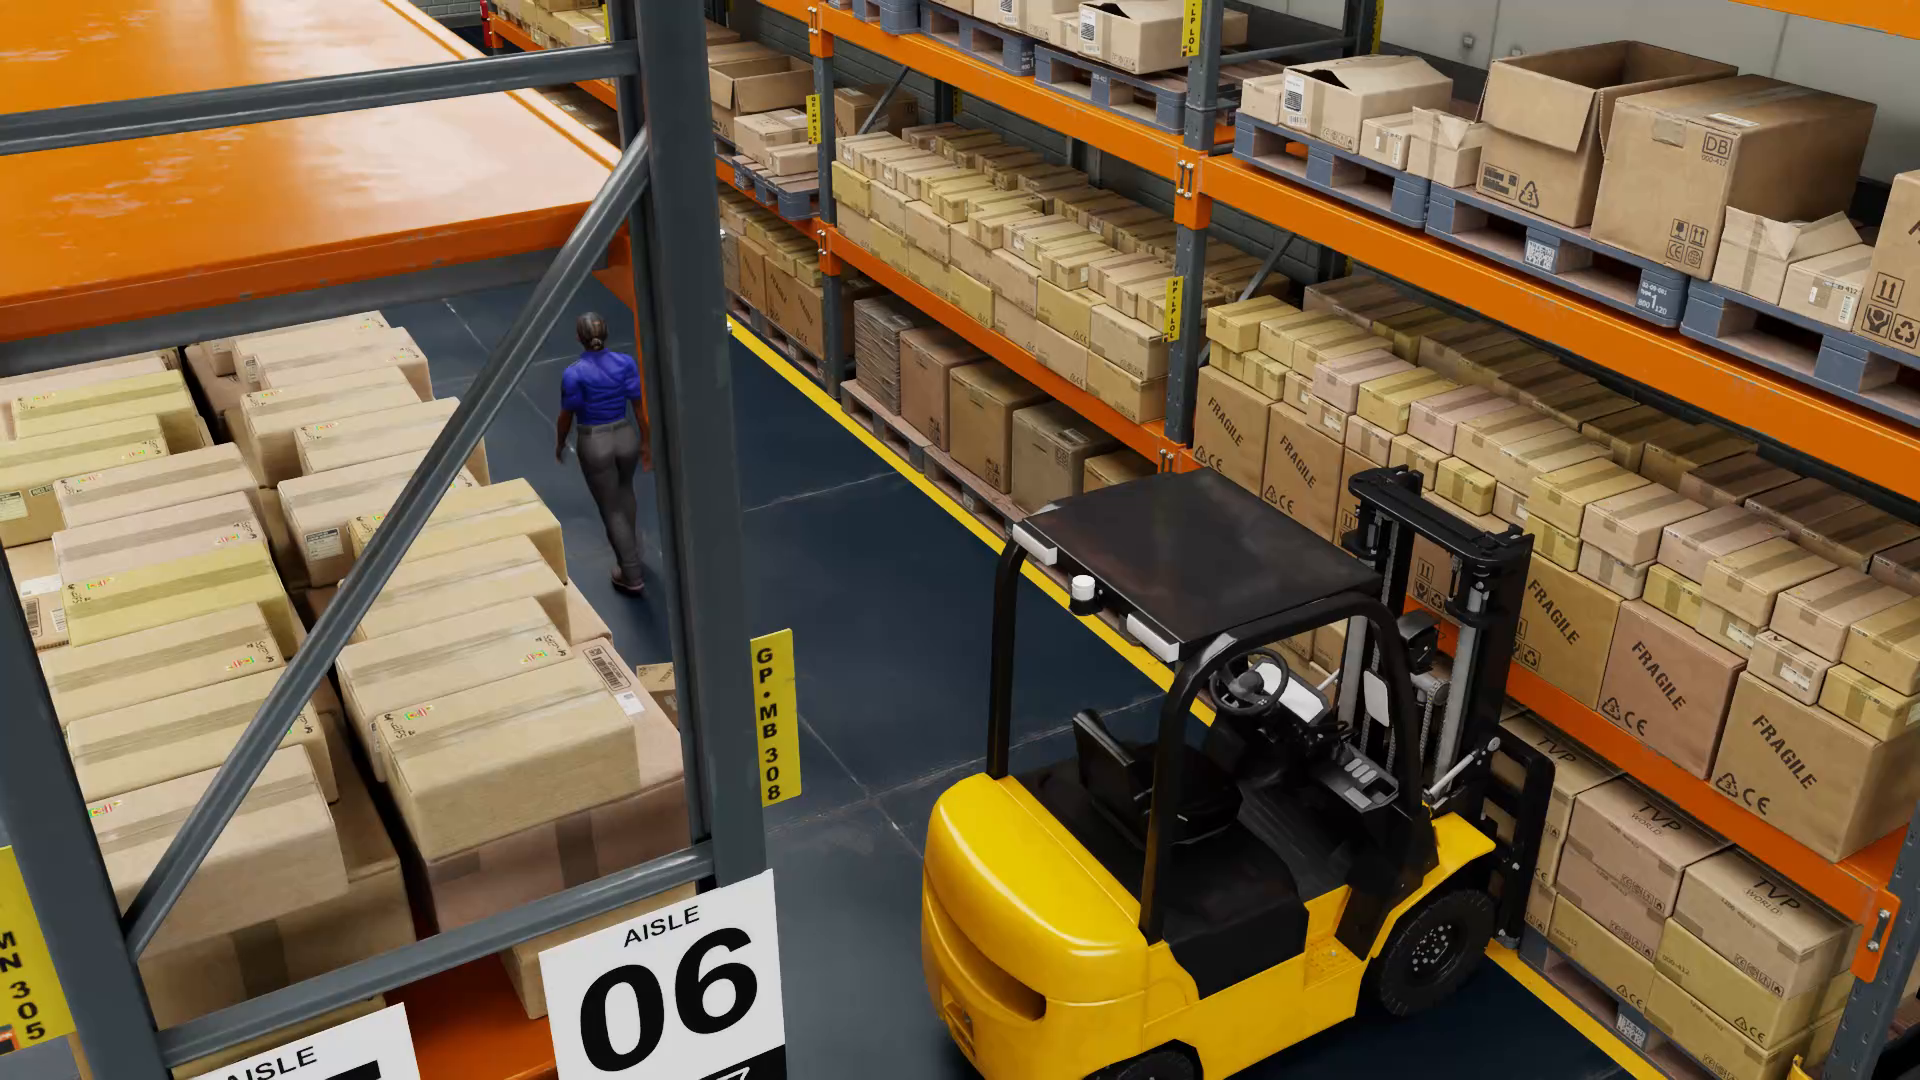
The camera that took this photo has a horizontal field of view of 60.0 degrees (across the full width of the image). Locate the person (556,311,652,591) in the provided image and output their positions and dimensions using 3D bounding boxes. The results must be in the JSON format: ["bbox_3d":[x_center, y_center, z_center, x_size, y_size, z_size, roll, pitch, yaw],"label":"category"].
[{"bbox_3d":[-2.025,-0.494,9.499,0.465,1.730,0.655,-21,35,-32],"label":"person"}]
